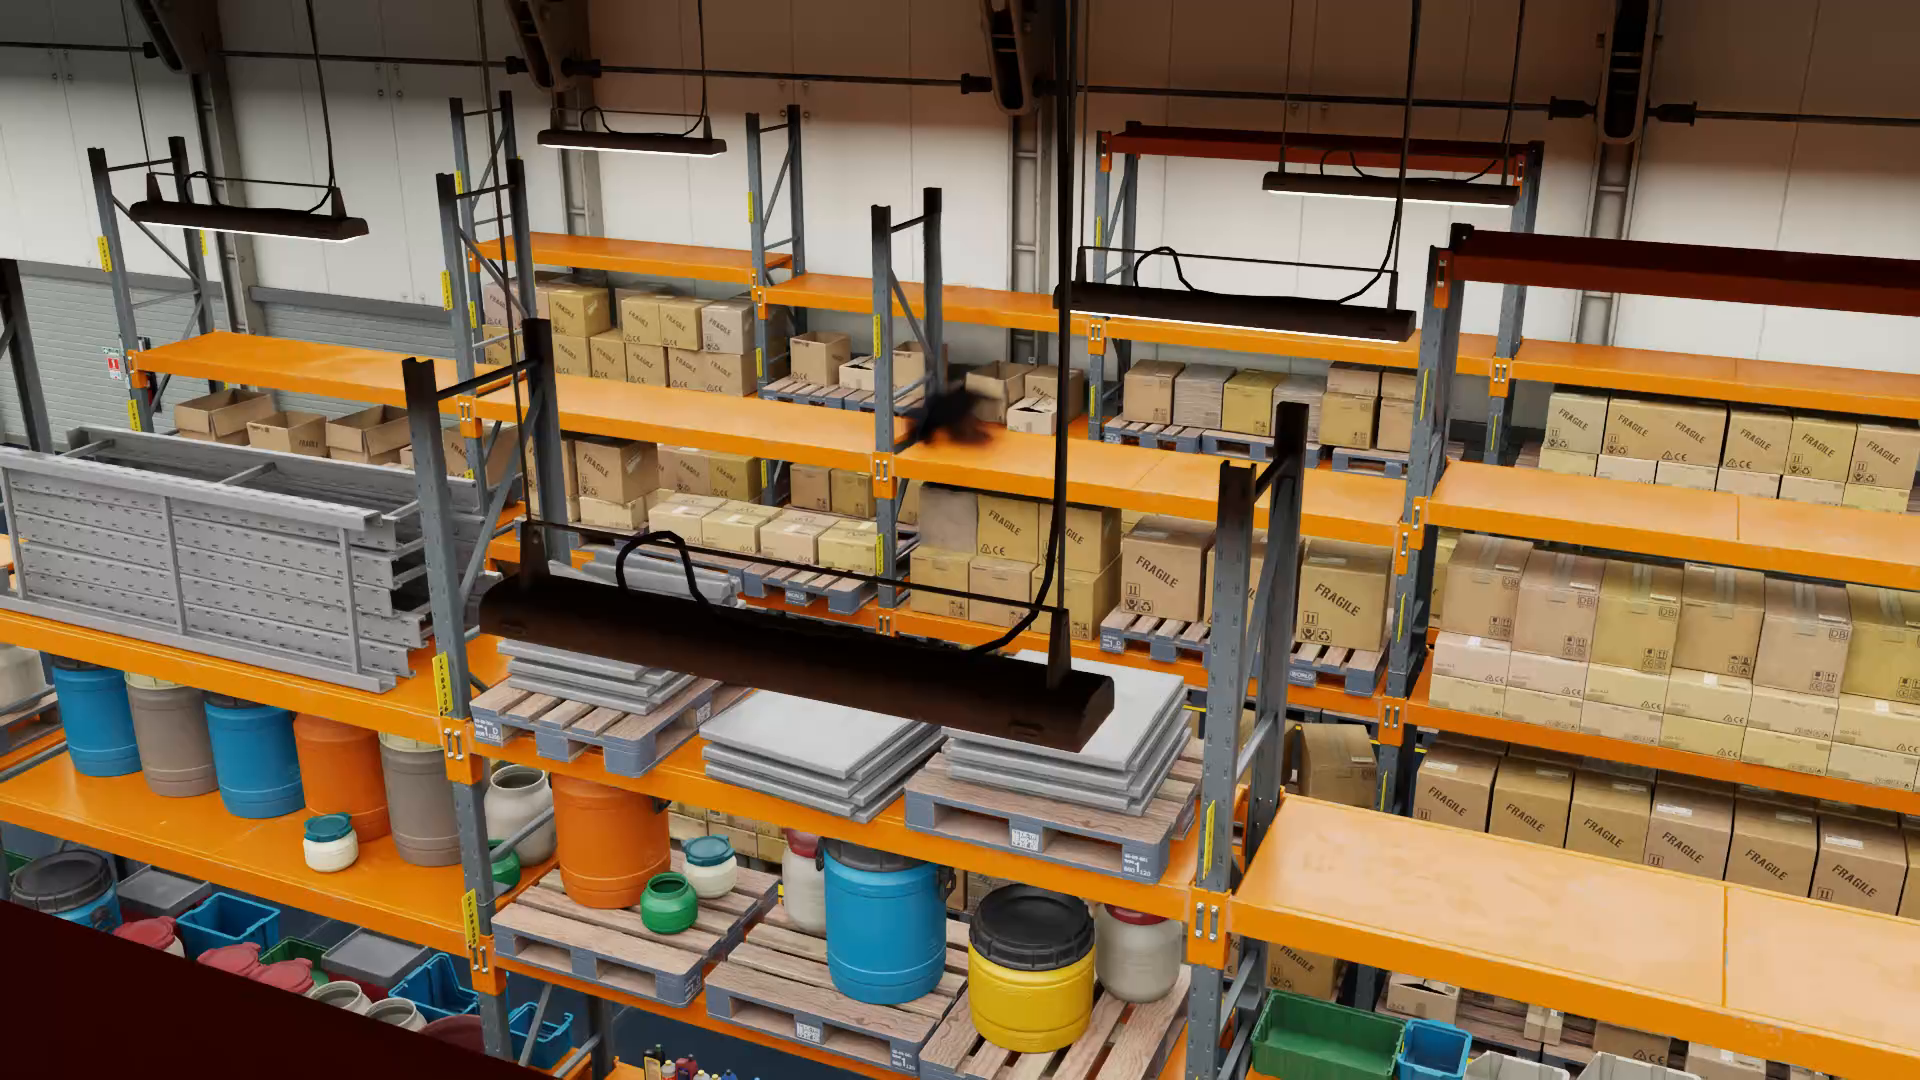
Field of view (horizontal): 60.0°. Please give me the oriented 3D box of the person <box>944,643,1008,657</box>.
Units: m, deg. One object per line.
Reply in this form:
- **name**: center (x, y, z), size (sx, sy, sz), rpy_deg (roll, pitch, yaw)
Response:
- **person**: center (0.142, 1.382, 15.788), size (0.856, 1.692, 0.564), rpy_deg (9, 23, 24)
